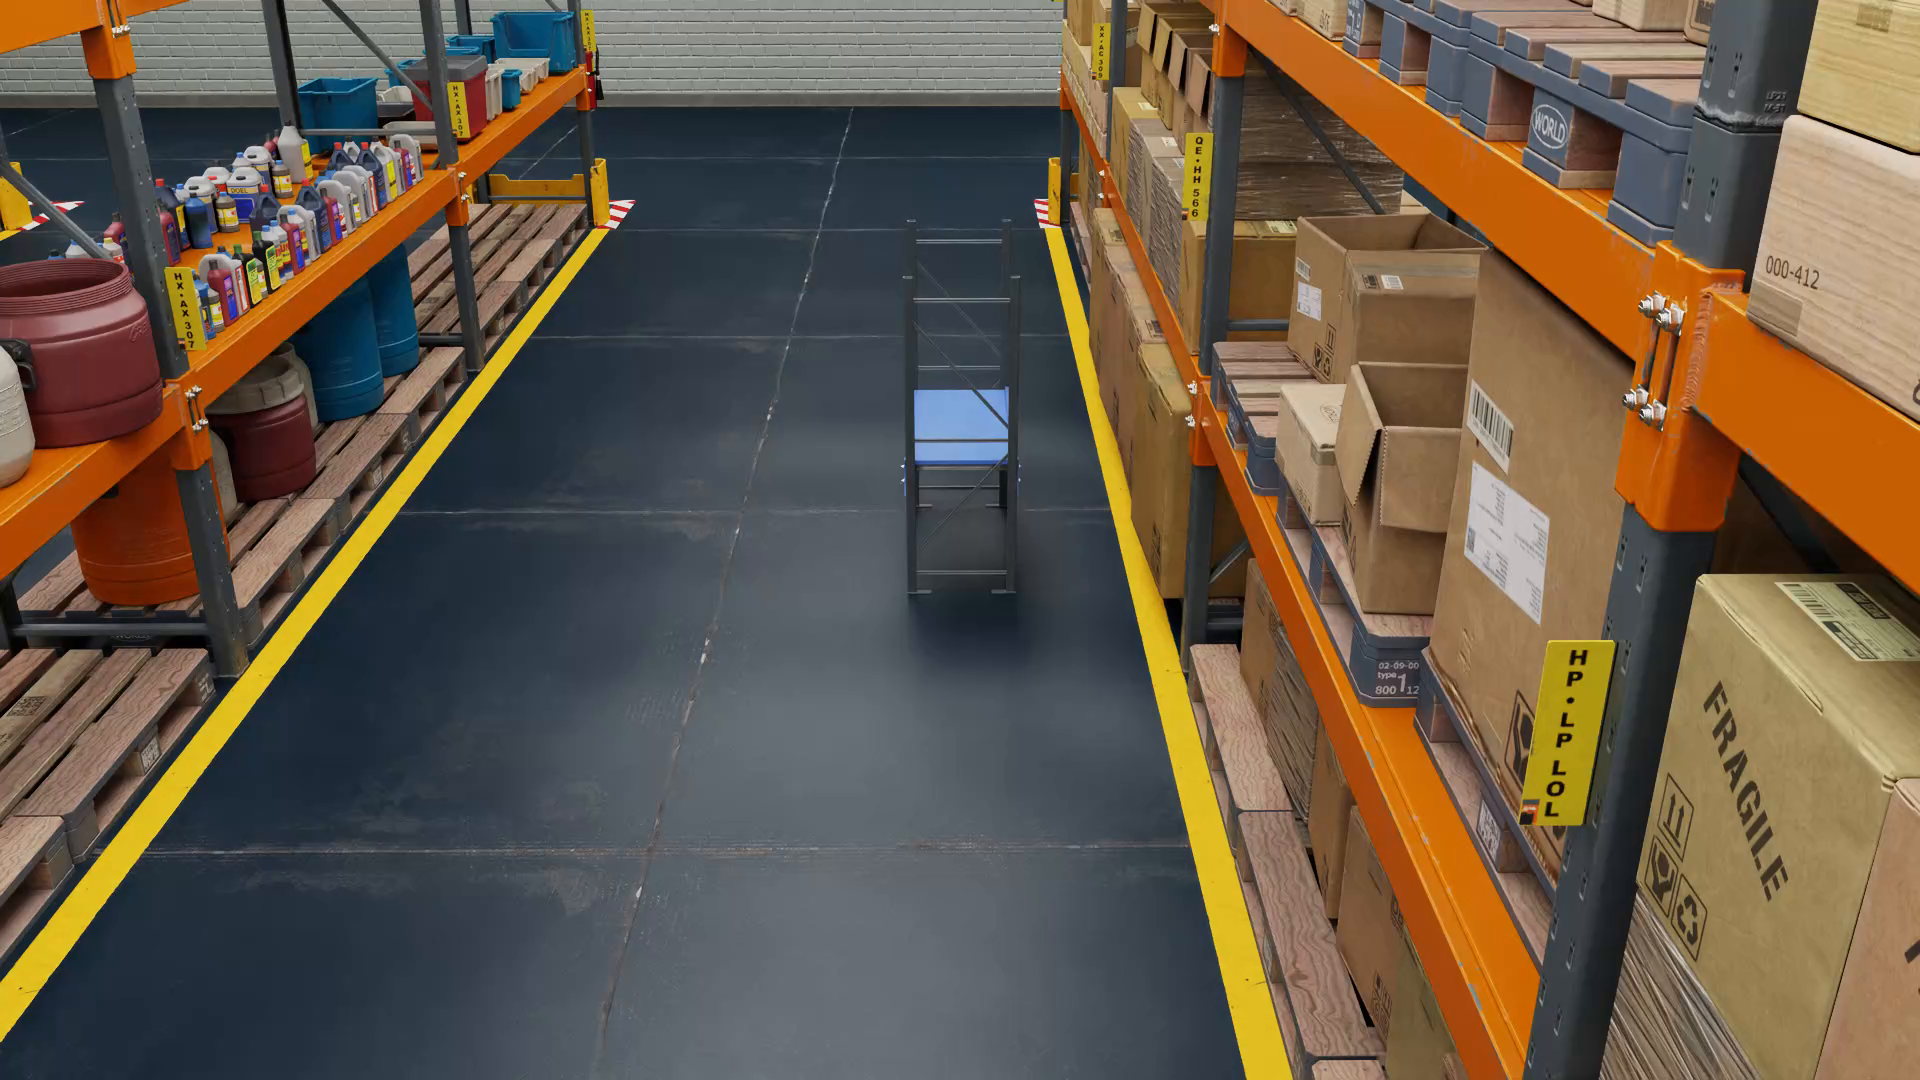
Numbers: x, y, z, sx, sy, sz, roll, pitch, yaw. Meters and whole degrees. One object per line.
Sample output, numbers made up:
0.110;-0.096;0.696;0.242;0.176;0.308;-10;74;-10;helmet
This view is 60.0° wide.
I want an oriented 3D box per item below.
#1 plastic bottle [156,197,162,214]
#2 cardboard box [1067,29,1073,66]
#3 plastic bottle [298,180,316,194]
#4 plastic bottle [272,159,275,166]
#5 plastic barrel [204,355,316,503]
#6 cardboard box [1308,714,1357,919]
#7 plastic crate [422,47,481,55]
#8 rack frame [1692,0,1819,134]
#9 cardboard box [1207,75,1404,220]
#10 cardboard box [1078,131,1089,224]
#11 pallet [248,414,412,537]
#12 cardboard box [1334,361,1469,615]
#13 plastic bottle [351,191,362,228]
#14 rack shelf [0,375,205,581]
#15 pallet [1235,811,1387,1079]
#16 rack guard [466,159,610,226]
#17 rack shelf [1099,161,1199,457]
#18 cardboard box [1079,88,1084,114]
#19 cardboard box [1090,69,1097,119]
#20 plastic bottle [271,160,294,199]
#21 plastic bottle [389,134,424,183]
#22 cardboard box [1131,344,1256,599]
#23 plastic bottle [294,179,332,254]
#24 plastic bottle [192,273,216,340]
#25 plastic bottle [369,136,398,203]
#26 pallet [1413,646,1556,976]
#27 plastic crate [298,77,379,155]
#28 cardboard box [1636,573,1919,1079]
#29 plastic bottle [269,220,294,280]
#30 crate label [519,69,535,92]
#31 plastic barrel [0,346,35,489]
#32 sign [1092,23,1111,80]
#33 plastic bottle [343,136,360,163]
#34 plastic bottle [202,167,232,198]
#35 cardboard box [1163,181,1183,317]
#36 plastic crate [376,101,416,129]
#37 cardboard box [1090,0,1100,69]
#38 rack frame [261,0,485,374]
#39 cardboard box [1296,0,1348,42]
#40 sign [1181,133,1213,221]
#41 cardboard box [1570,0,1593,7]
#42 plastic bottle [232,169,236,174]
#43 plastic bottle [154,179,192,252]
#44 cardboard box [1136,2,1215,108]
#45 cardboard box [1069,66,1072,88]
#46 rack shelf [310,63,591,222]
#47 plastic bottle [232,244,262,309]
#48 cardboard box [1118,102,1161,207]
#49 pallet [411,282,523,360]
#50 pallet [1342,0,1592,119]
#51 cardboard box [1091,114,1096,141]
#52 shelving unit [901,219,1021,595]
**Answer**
-3.901;-1.518;8.107;0.061;0.283;0.133;0;24;-1;plastic bottle
1.098;-3.776;12.781;0.500;0.250;0.500;-1;24;-1;cardboard box
-3.342;-1.715;8.557;0.097;0.271;0.097;0;24;0;plastic bottle
-3.960;-2.106;9.507;0.097;0.201;0.097;0;24;0;plastic bottle
-3.550;-0.563;8.272;0.600;0.588;0.708;0;24;-1;plastic barrel
1.497;0.851;5.229;0.700;0.500;0.500;2;24;4;cardboard box
-3.922;-3.677;12.870;0.416;0.233;0.300;0;24;-1;plastic crate
1.481;-1.911;1.555;1.000;3.000;0.127;0;24;-1;rack frame
1.446;-1.630;6.875;0.797;0.503;0.637;1;24;1;cardboard box
1.437;-3.082;13.494;0.875;0.875;0.875;0;24;-1;cardboard box
-3.576;-0.359;8.788;1.003;0.211;1.213;0;24;-1;pallet
1.370;-0.130;4.262;0.797;0.503;0.637;2;24;5;cardboard box
-3.192;-1.739;8.696;0.097;0.201;0.097;0;24;0;plastic bottle
-3.493;0.348;4.713;1.077;0.370;4.000;0;24;-1;rack shelf
1.455;1.268;5.190;1.003;0.211;1.213;0;24;-1;pallet
-3.616;-2.971;14.212;1.175;0.500;0.348;0;24;-1;rack guard
1.416;-1.322;8.407;1.077;0.370;4.000;0;24;-1;rack shelf
1.047;-3.118;11.810;0.380;0.149;0.250;0;24;0;cardboard box
1.119;-2.935;10.921;0.500;0.250;0.500;0;24;1;cardboard box
-3.806;-2.026;9.331;0.097;0.201;0.097;0;24;0;plastic bottle
-3.231;-2.234;9.701;0.152;0.276;0.135;0;24;-1;plastic bottle
1.451;-0.334;7.416;1.225;0.875;0.875;-1;24;-3;cardboard box
-3.209;-1.598;8.204;0.144;0.351;0.185;0;24;-1;plastic bottle
-3.170;-0.973;6.917;0.097;0.271;0.097;0;24;0;plastic bottle
-3.221;-2.052;9.207;0.144;0.351;0.185;0;24;-1;plastic bottle
1.618;0.594;3.529;1.003;0.211;1.213;0;24;-1;pallet
-3.905;-2.663;10.444;0.392;0.384;0.575;0;24;-1;plastic crate
1.232;0.372;2.091;0.500;0.500;0.500;0;24;-1;cardboard box
-3.181;-1.353;7.759;0.097;0.271;0.097;0;24;0;plastic bottle
-3.396;-3.438;12.459;0.396;0.136;0.243;0;24;-1;crate label
-3.290;-0.432;5.429;0.421;0.512;0.421;0;24;0;plastic barrel
0.839;-2.902;9.879;0.100;0.325;0.005;0;24;-1;sign
-3.366;-2.051;9.206;0.144;0.351;0.185;0;24;-1;plastic bottle
-3.925;-1.821;8.788;0.152;0.276;0.135;0;24;-1;plastic bottle
1.185;-1.279;7.317;0.500;0.500;0.500;0;24;-1;cardboard box
-3.840;-2.814;11.093;0.437;0.125;0.590;0;24;-1;plastic crate
1.120;-3.278;10.768;0.500;0.500;0.500;0;24;0;cardboard box
-3.559;-2.452;10.031;1.000;3.000;0.127;0;24;-1;rack frame
1.209;-1.506;4.482;0.500;0.250;0.500;0;24;1;cardboard box
0.883;-1.350;6.189;0.100;0.325;0.005;0;24;-1;sign
1.564;-1.365;3.353;0.797;0.503;0.637;1;24;2;cardboard box
-3.956;-1.930;9.119;0.097;0.201;0.097;0;24;0;plastic bottle
-3.922;-1.614;8.238;0.144;0.351;0.185;0;24;-1;plastic bottle
1.409;-2.714;9.271;0.797;0.503;0.637;-1;24;-2;cardboard box
1.036;-3.542;12.745;0.380;0.149;0.250;-1;24;-1;cardboard box
-3.581;-2.948;12.002;1.077;0.370;4.000;0;24;-1;rack shelf
-3.157;-1.176;7.352;0.061;0.283;0.133;0;24;-1;plastic bottle
1.155;-2.122;9.180;0.500;0.500;0.500;0;24;0;cardboard box
-3.606;-1.484;11.275;1.003;0.211;1.213;0;24;-1;pallet
1.567;-1.141;3.721;1.213;0.211;1.003;0;24;-1;pallet
1.057;-2.696;10.875;0.380;0.149;0.250;-1;24;-1;cardboard box
0.001;-0.648;7.863;0.538;1.500;1.048;0;24;-1;shelving unit
